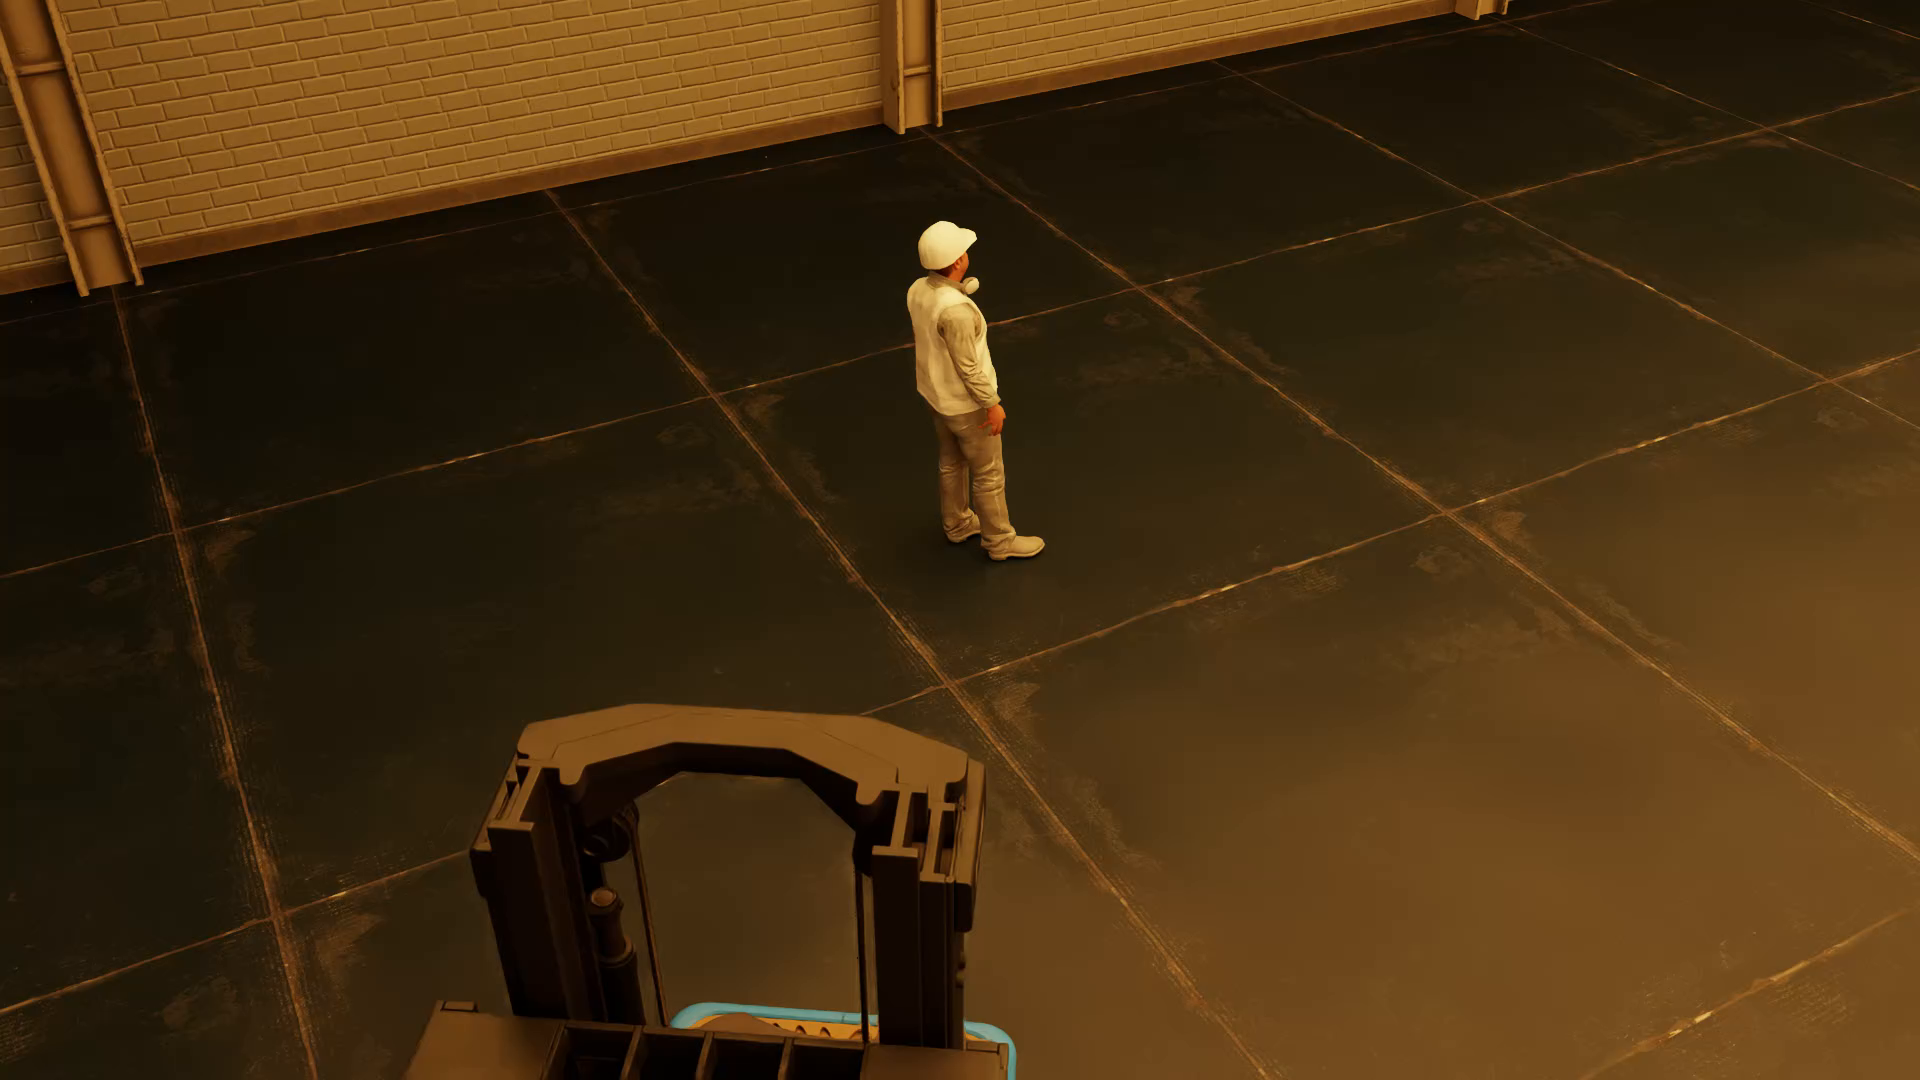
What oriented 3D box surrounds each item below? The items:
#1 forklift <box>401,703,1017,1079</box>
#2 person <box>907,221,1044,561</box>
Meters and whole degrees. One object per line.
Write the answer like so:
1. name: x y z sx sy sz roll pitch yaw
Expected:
1. forklift: -0.477 1.906 3.426 1.130 2.935 3.031 3 35 4
2. person: 0.058 -0.743 8.164 0.568 1.773 0.632 -17 39 -23
